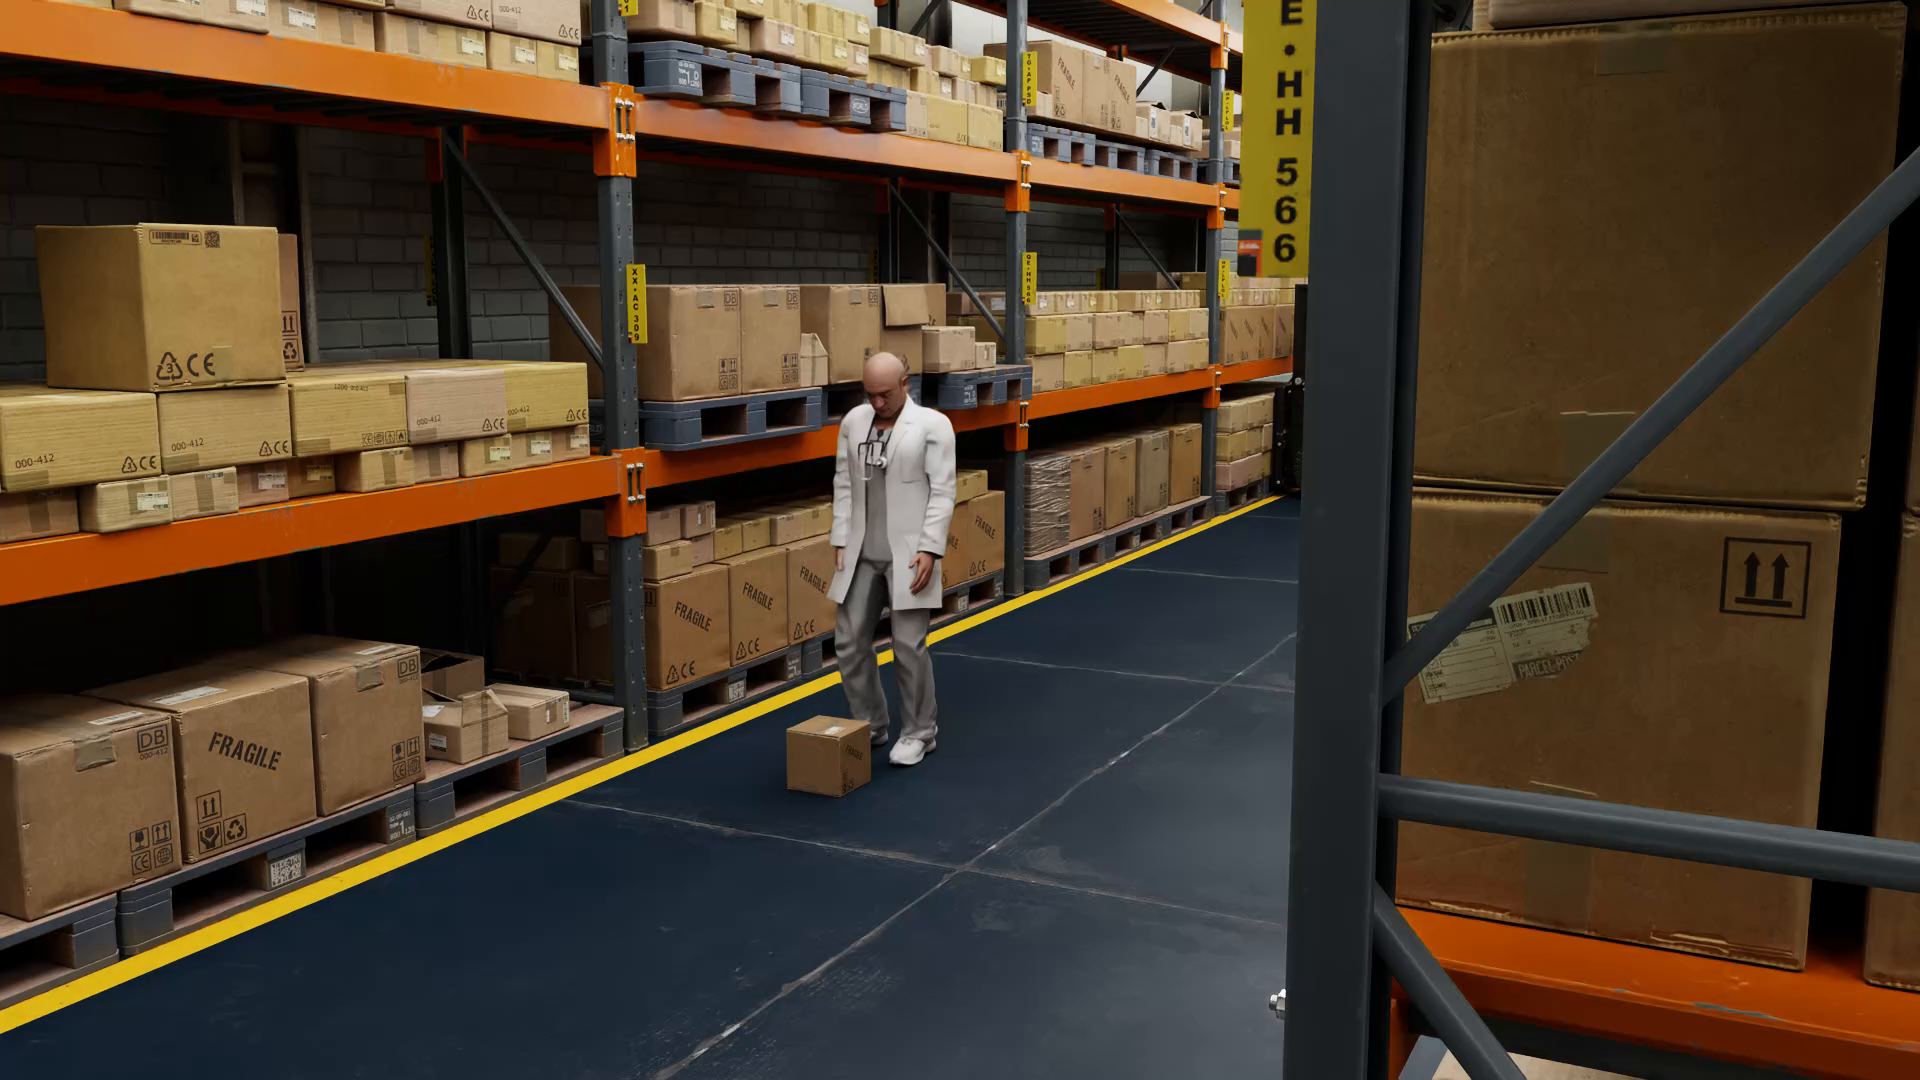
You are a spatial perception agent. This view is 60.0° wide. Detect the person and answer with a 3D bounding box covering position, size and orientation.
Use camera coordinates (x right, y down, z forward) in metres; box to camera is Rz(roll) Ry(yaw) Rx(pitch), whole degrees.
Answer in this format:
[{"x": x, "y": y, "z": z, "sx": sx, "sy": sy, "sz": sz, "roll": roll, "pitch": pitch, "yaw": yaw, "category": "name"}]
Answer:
[{"x": -0.294, "y": 0.078, "z": 7.077, "sx": 0.578, "sy": 1.738, "sz": 0.403, "roll": 5, "pitch": 10, "yaw": 27, "category": "person"}]
